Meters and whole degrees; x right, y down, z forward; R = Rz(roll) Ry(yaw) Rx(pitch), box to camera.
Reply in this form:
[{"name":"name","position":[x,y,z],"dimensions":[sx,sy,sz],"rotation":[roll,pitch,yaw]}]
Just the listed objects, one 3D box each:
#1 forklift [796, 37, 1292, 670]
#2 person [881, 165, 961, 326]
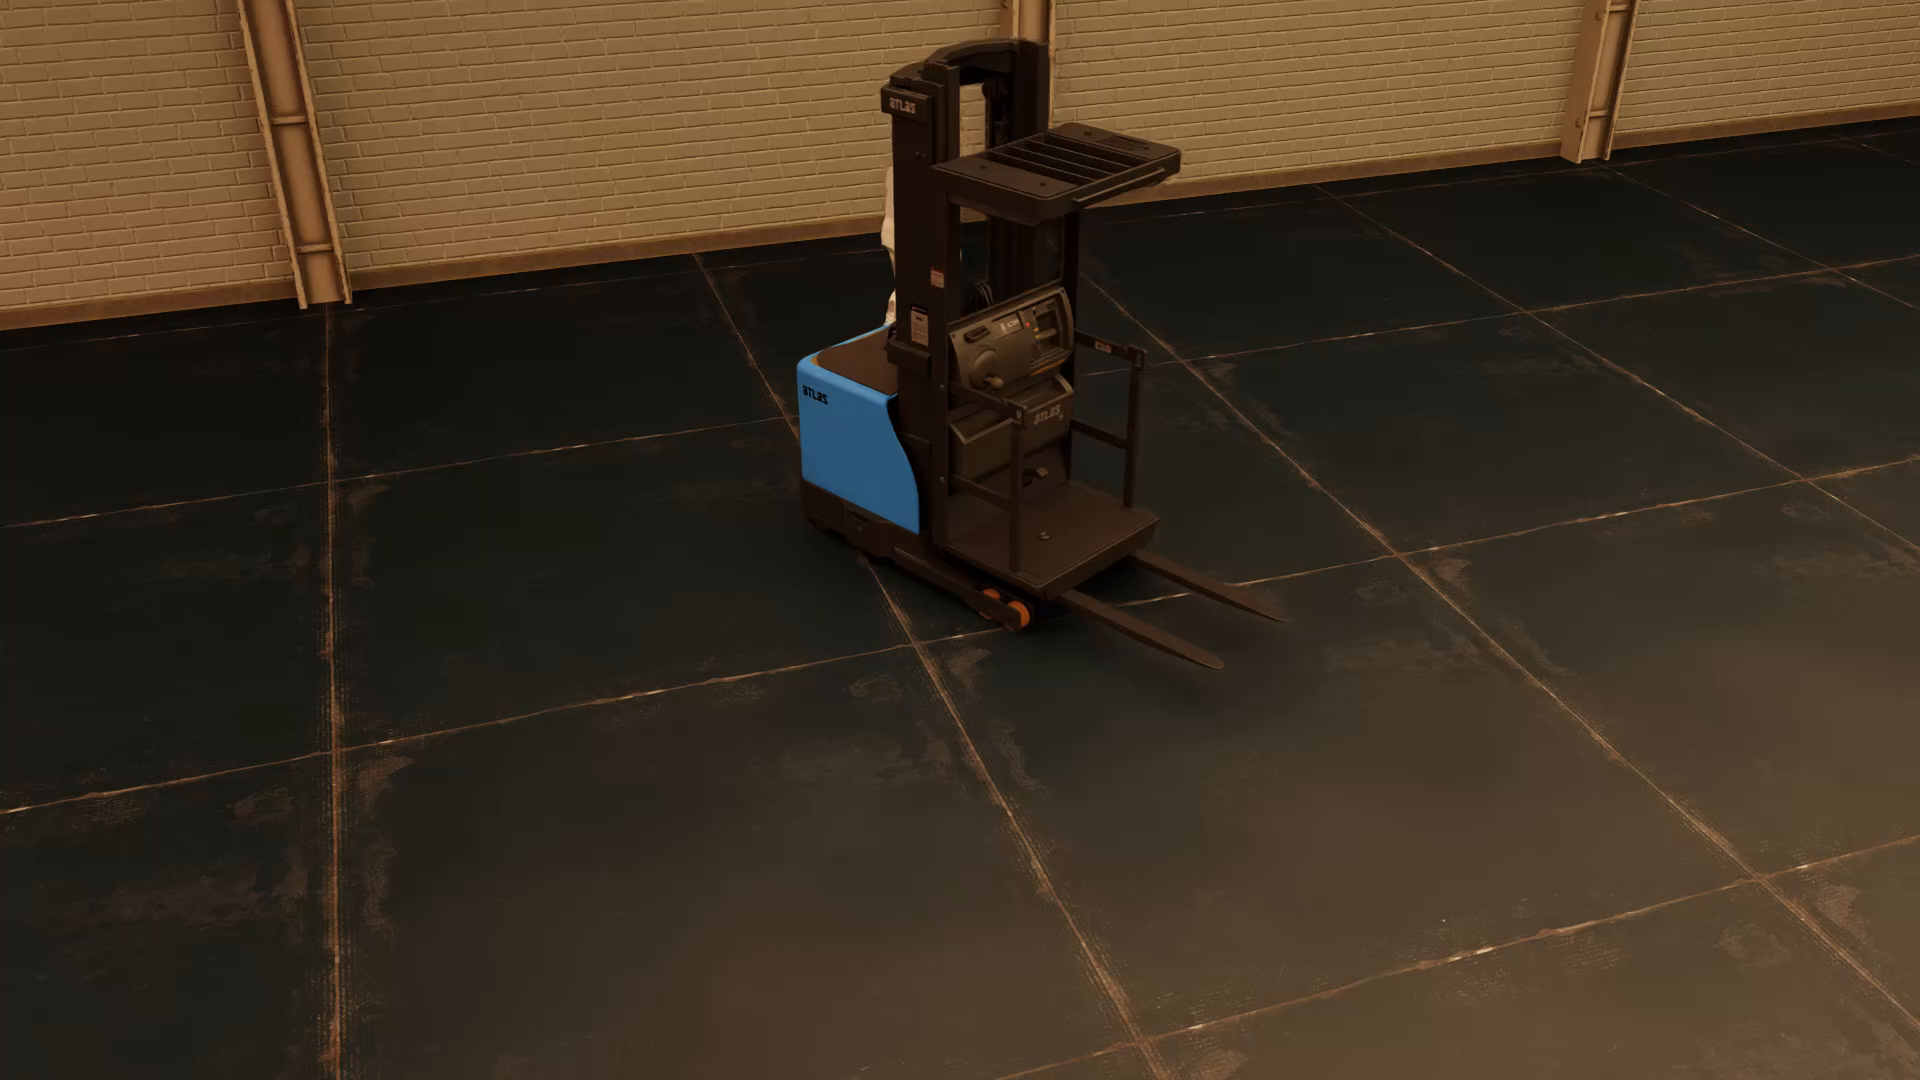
[{"name":"forklift","position":[0.443,-1.061,8.931],"dimensions":[3.031,2.935,1.130],"rotation":[25,38,37]},{"name":"person","position":[-0.202,-2.233,12.266],"dimensions":[0.855,1.643,0.894],"rotation":[-22,36,-33]}]
